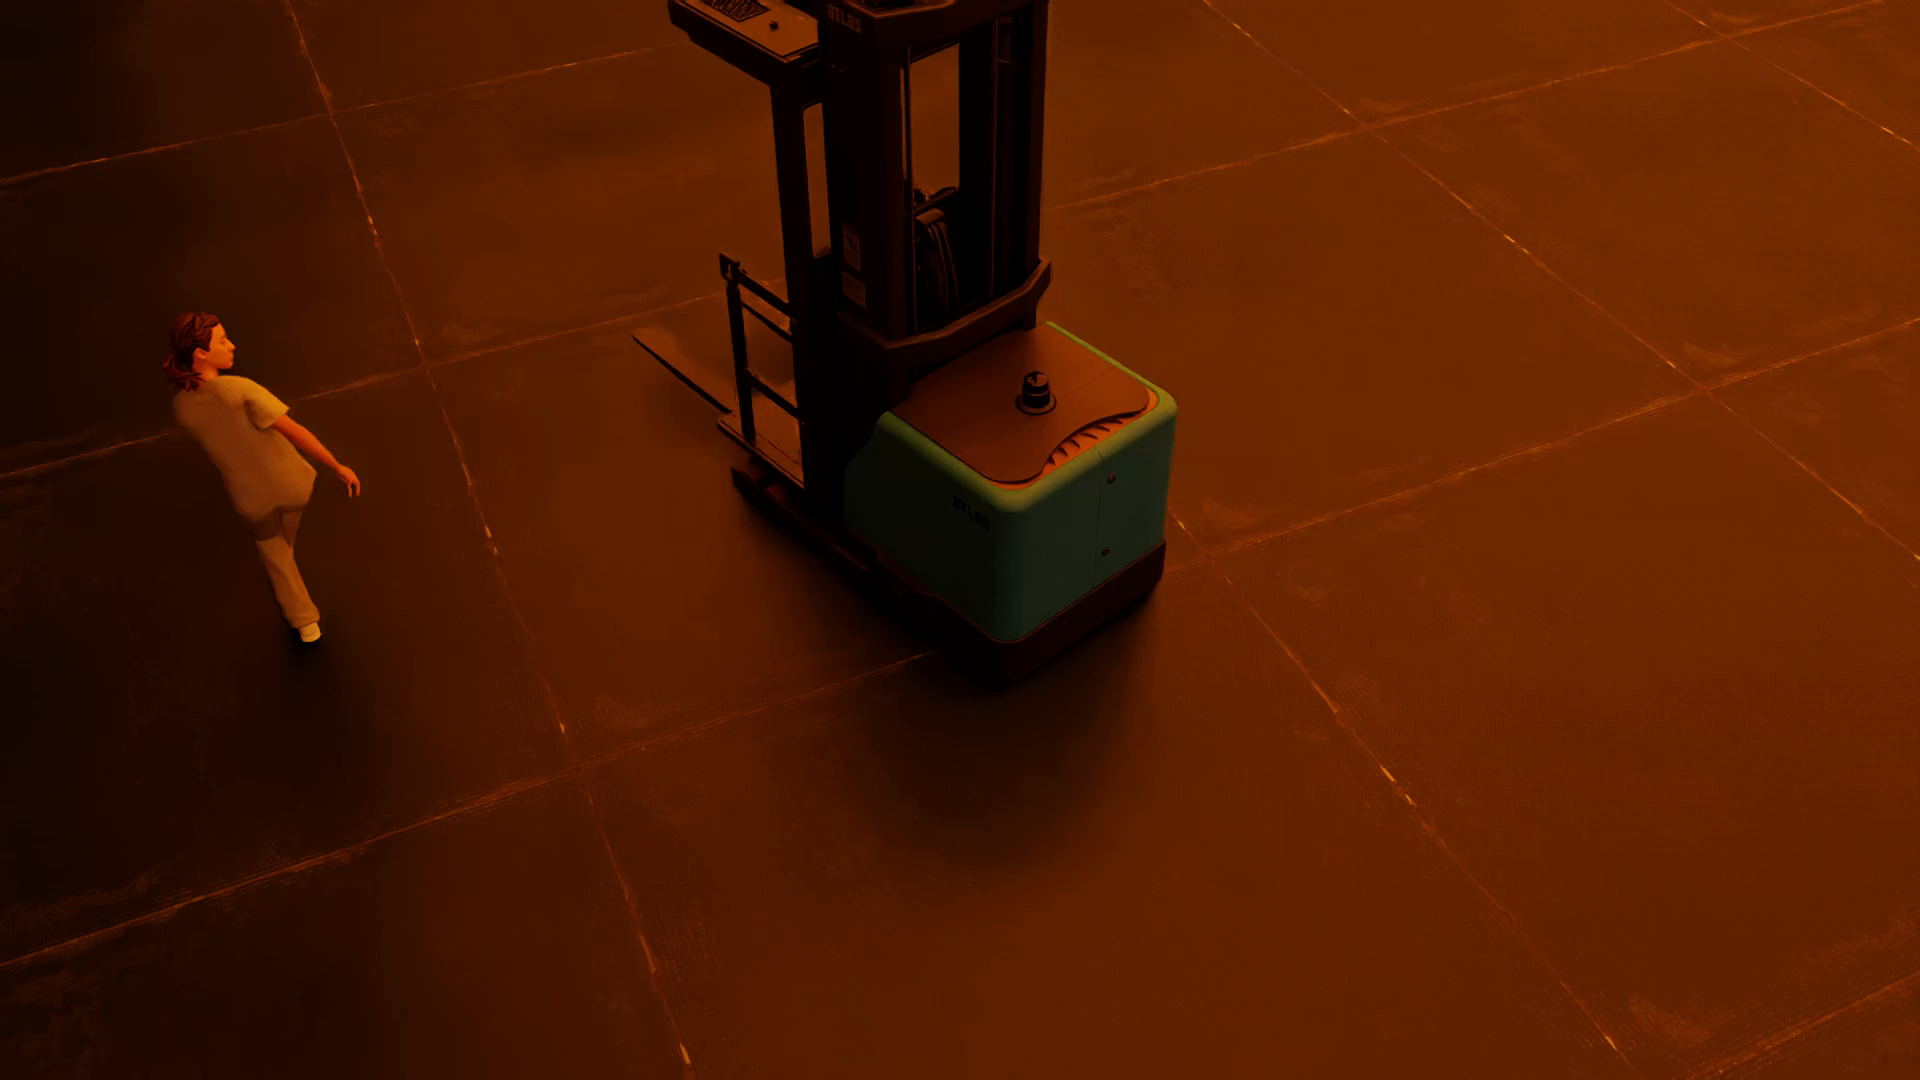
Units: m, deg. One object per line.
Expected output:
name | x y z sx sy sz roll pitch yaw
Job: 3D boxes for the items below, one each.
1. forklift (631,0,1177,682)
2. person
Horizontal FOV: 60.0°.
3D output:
forklift | -0.447 -1.388 7.167 1.130 2.935 3.031 -32 52 -30
person | -2.897 -0.332 7.088 0.676 1.502 0.748 -10 44 -11
